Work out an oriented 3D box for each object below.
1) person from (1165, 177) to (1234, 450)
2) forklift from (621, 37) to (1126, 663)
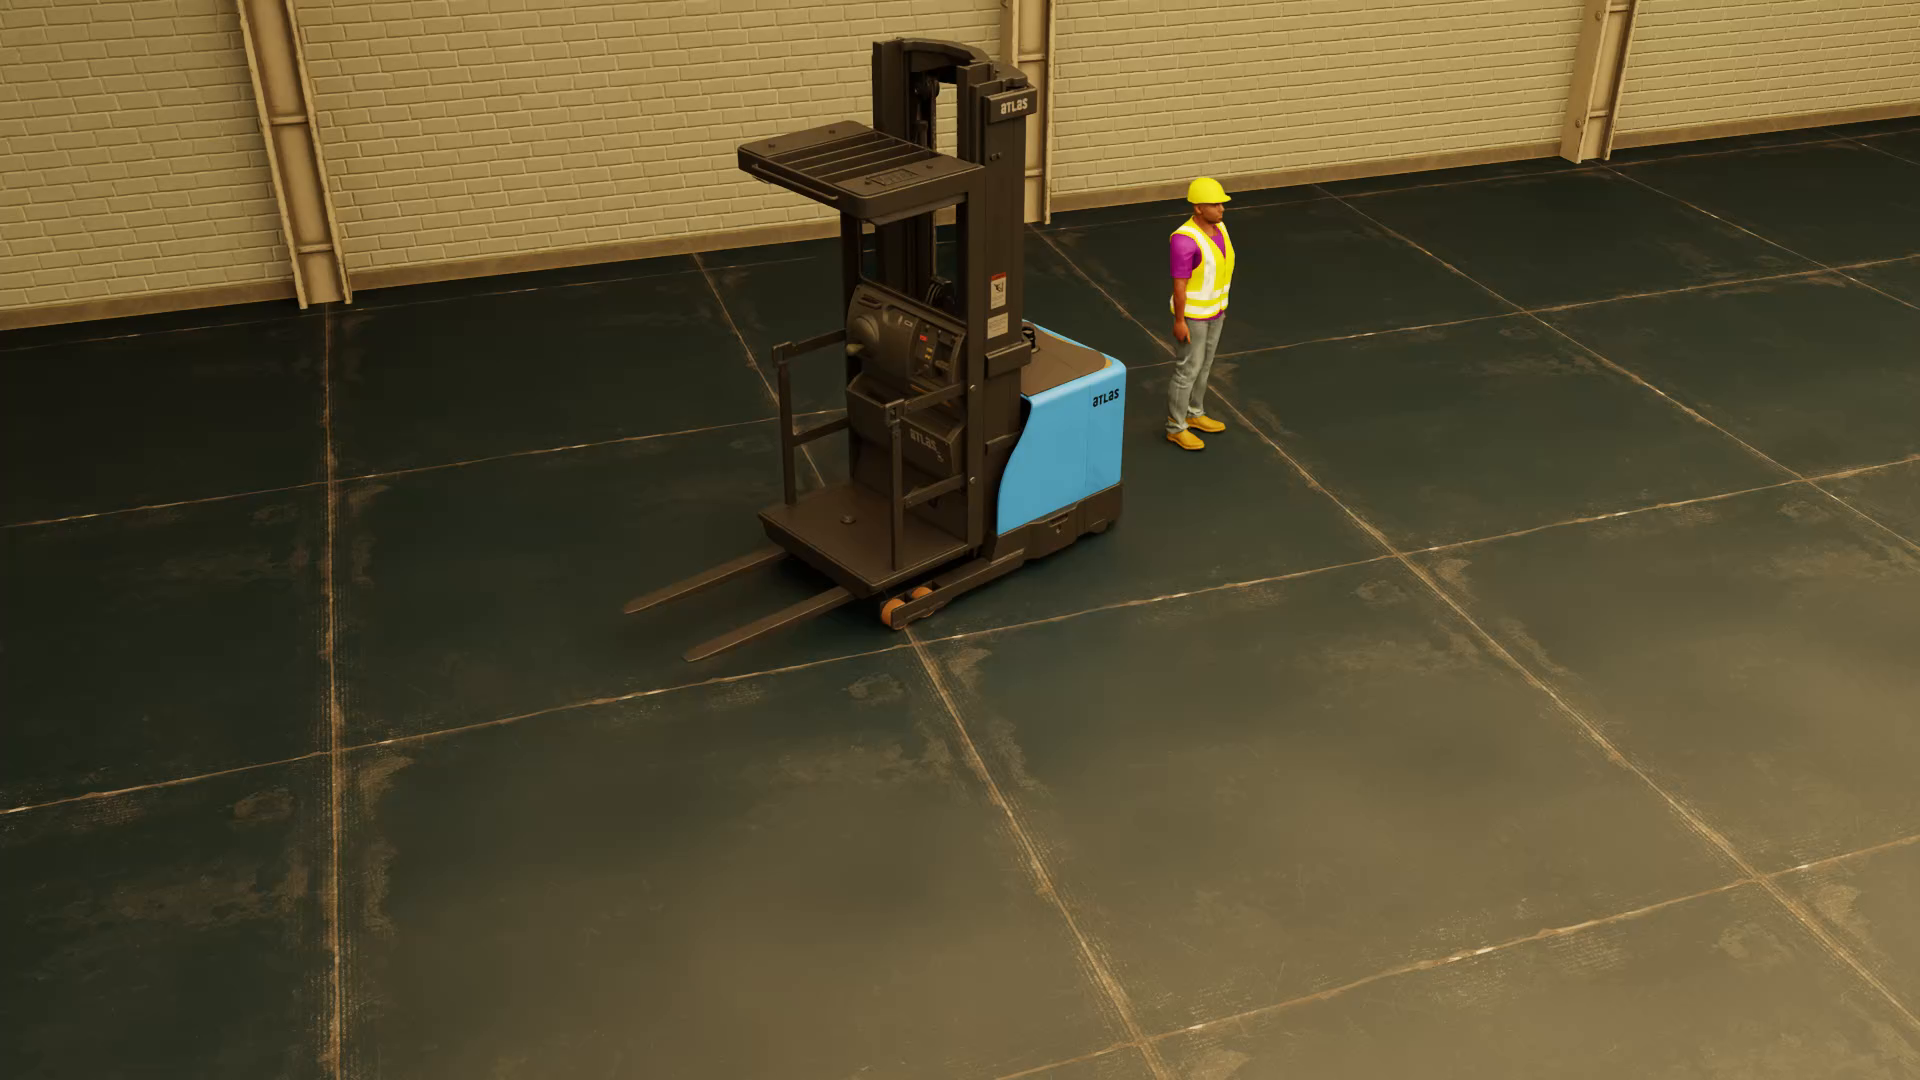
[{"bbox_3d":[1.574,-1.489,10.843,0.371,1.771,0.554,18,35,29],"label":"person"},{"bbox_3d":[-0.461,-1.072,8.951,3.031,2.935,1.130,-23,37,-34],"label":"forklift"}]
